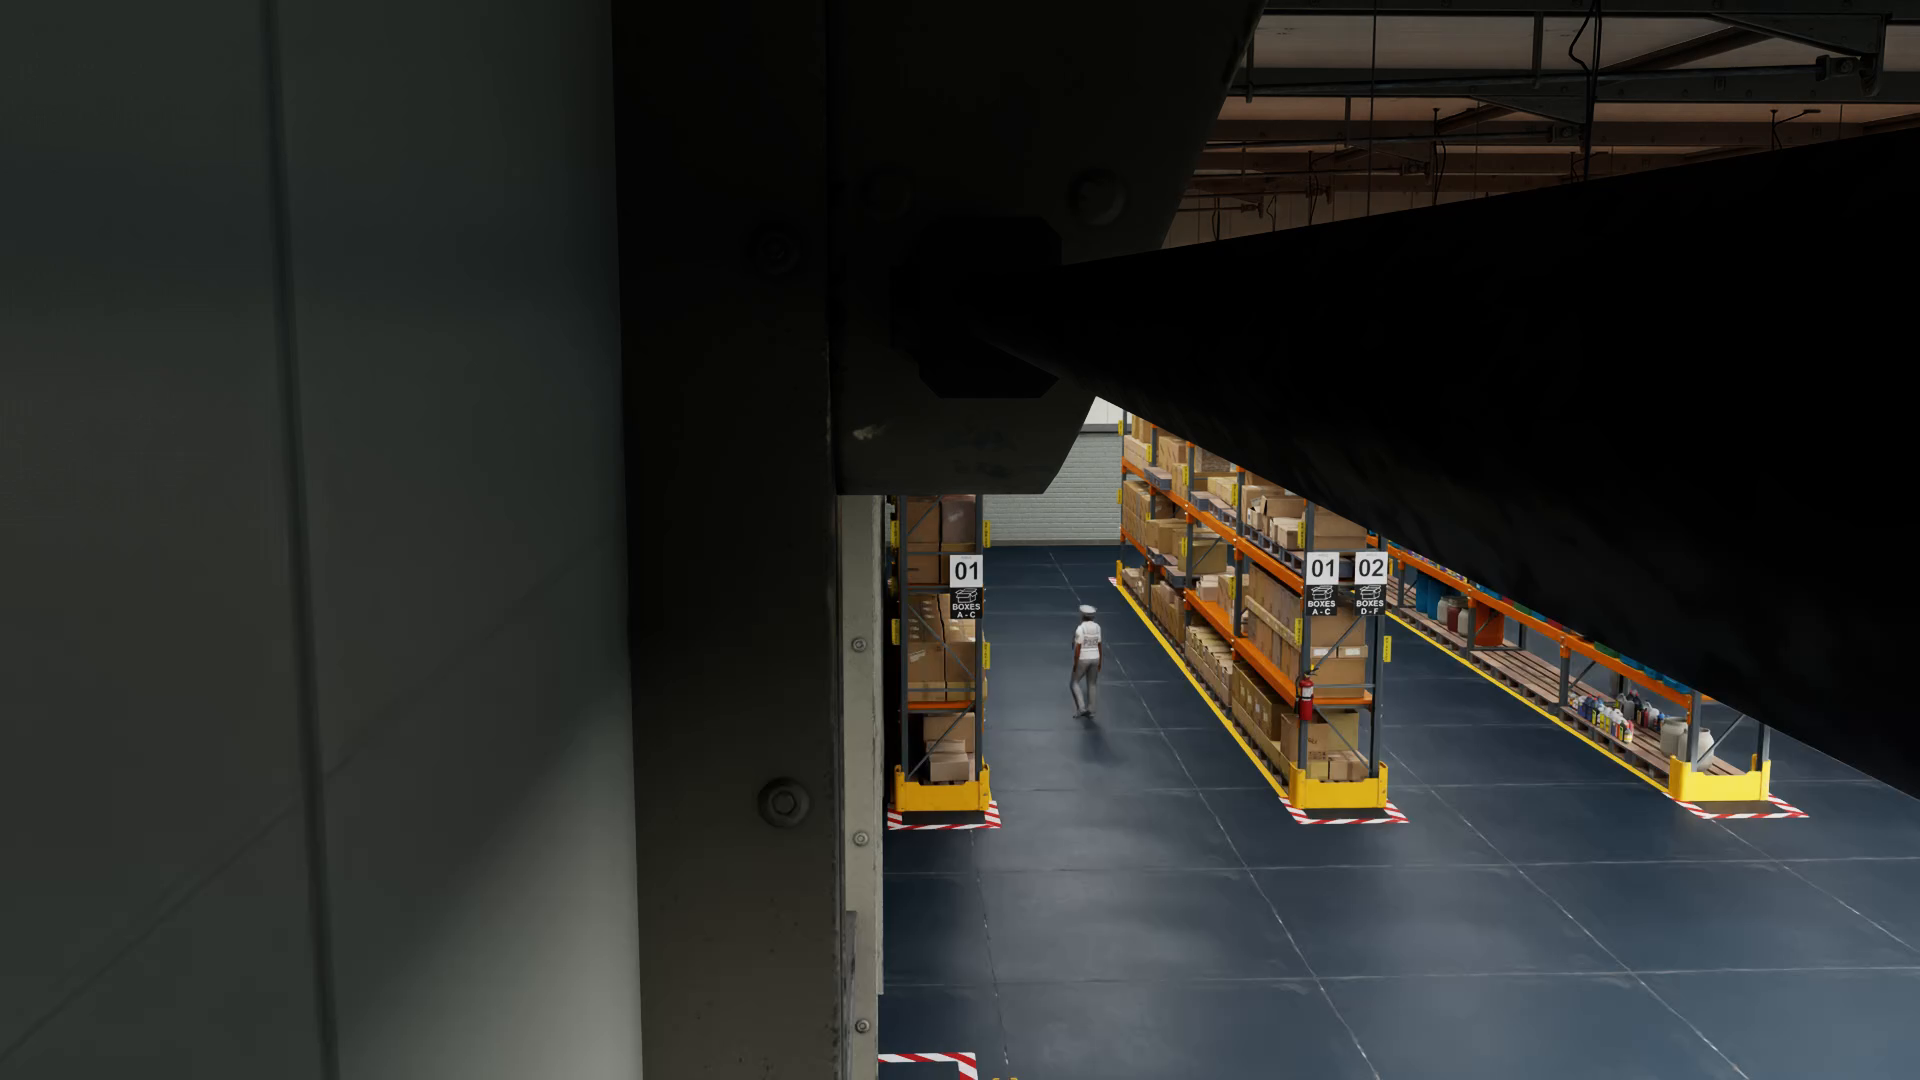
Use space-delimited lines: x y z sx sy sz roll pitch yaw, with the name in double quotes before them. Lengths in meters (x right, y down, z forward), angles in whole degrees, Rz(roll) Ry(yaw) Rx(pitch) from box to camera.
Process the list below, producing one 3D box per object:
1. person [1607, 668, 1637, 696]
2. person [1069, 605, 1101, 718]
"person" 10.440 1.599 26.303 0.597 1.765 0.530 1 9 8
"person" 1.904 1.841 25.032 0.500 1.718 0.373 -5 10 -29
